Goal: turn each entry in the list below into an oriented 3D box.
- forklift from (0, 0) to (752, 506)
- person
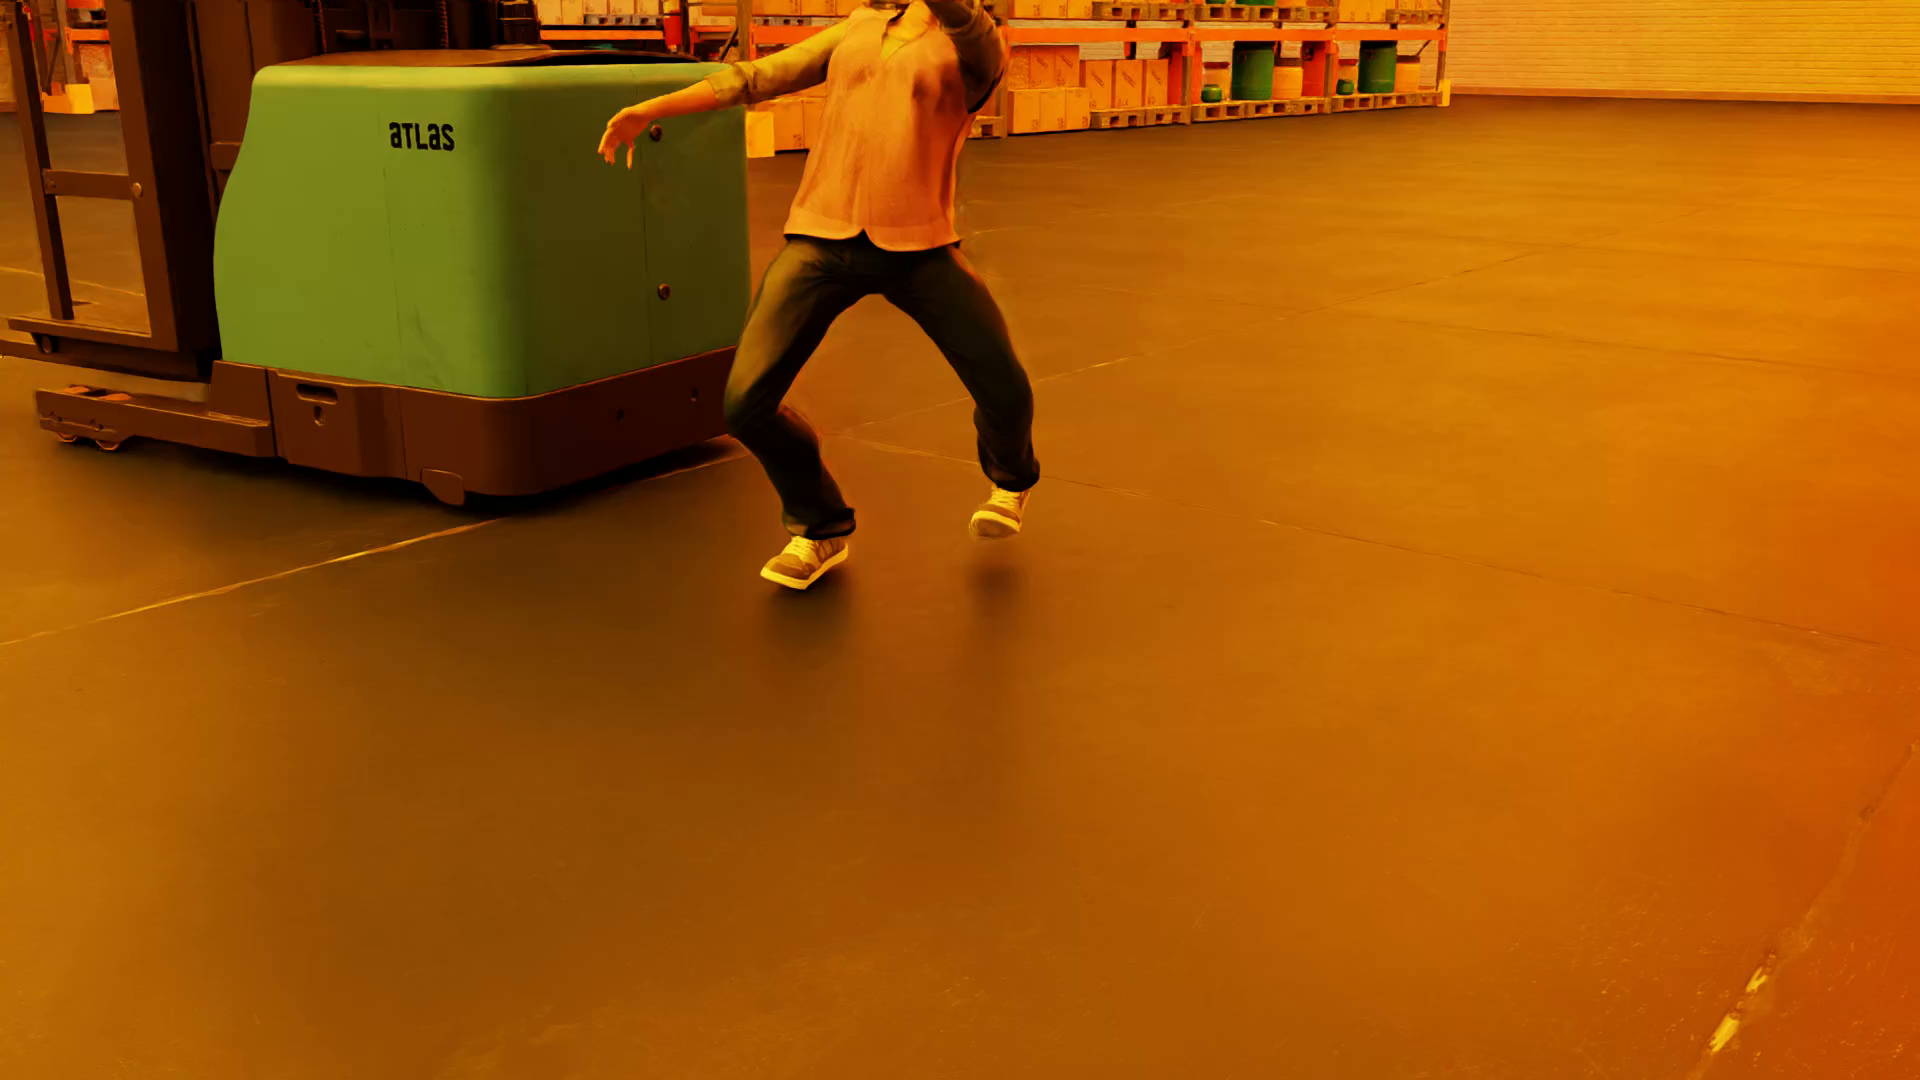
[{"bbox_3d":[-2.111,-1.780,4.759,3.031,2.935,1.130,10,19,29],"label":"forklift"},{"bbox_3d":[-0.269,-0.574,3.435,0.892,1.380,0.710,0,17,1],"label":"person"}]
